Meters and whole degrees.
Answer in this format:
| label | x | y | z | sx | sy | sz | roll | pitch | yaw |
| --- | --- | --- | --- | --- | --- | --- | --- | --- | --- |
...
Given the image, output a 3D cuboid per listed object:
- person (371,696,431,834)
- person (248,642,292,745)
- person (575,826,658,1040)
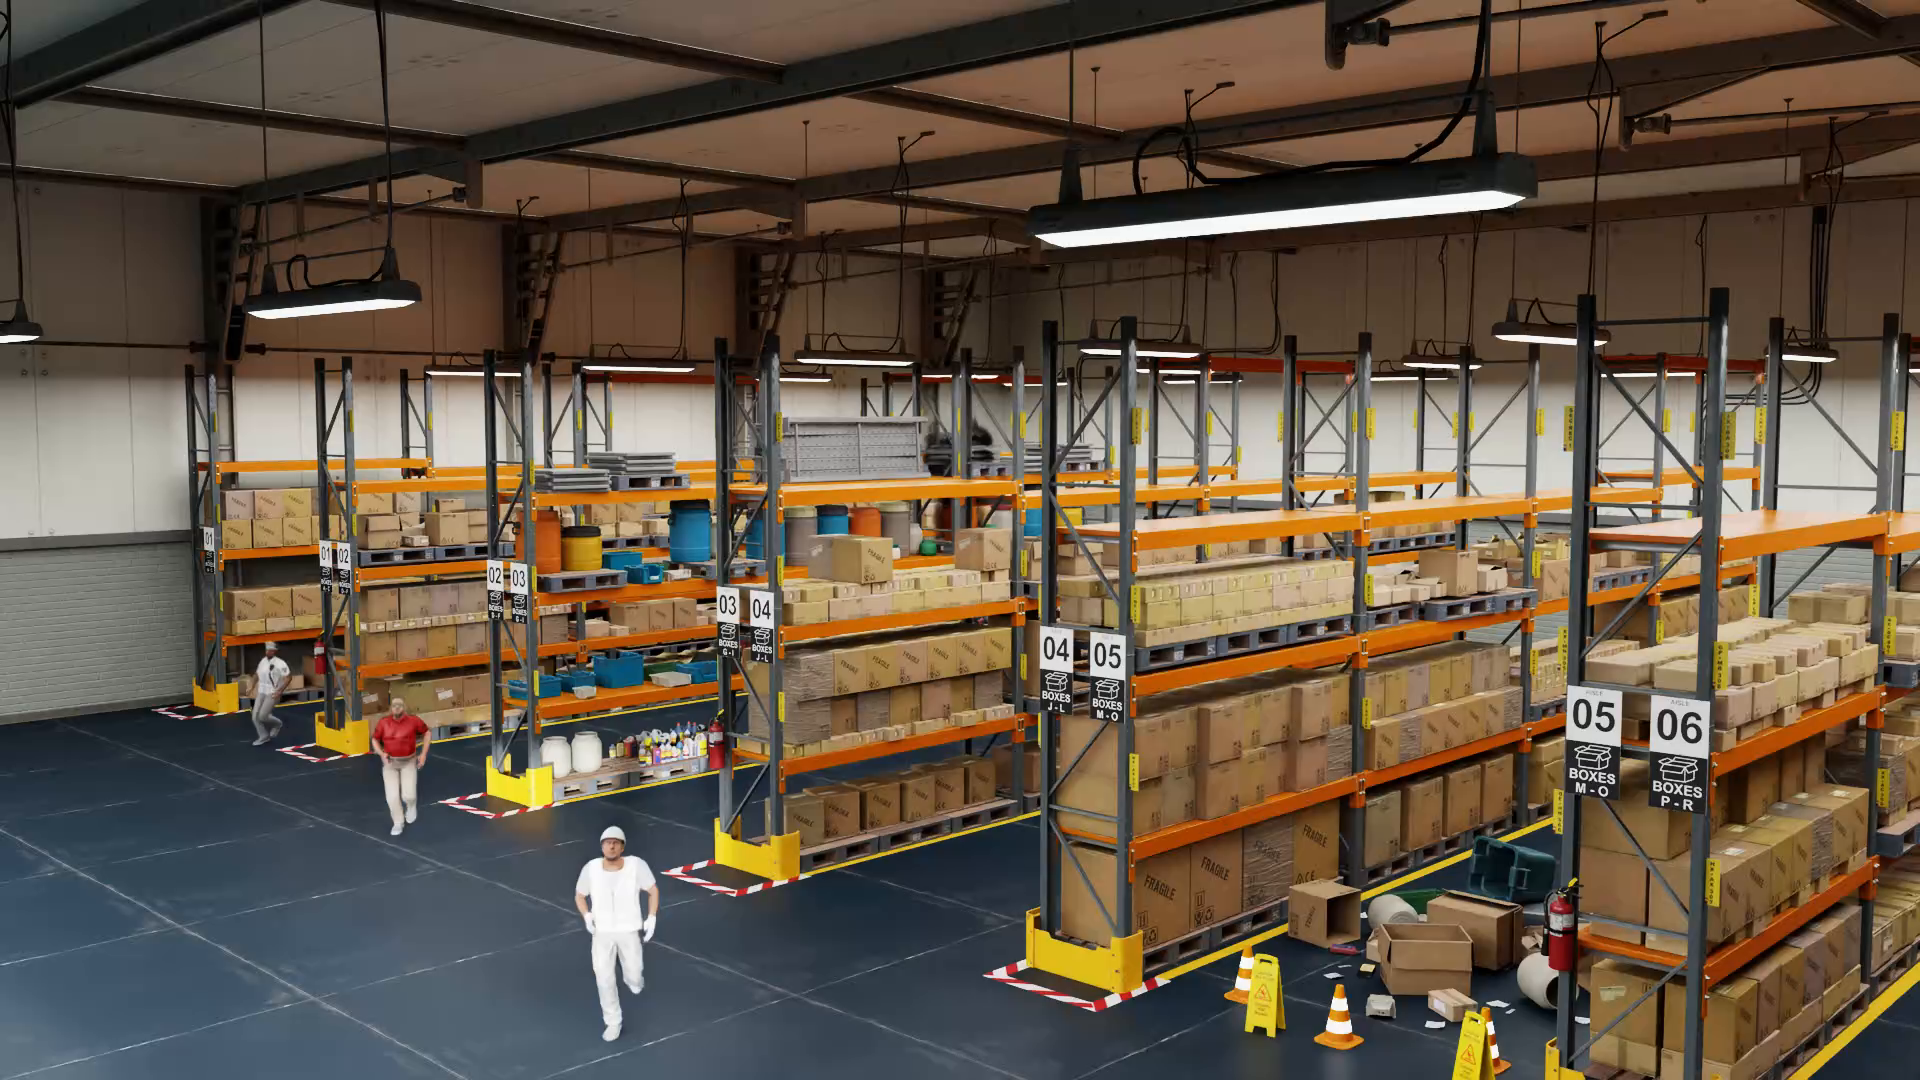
| label | x | y | z | sx | sy | sz | roll | pitch | yaw |
| --- | --- | --- | --- | --- | --- | --- | --- | --- | --- |
| person | -6.885 | 2.759 | 20.494 | 0.697 | 1.683 | 0.624 | -1 | 5 | -14 |
| person | -10.743 | 2.383 | 25.864 | 0.627 | 1.641 | 0.493 | 2 | 5 | 20 |
| person | -2.884 | 3.251 | 13.975 | 0.694 | 1.722 | 0.665 | -1 | 4 | -10 |
